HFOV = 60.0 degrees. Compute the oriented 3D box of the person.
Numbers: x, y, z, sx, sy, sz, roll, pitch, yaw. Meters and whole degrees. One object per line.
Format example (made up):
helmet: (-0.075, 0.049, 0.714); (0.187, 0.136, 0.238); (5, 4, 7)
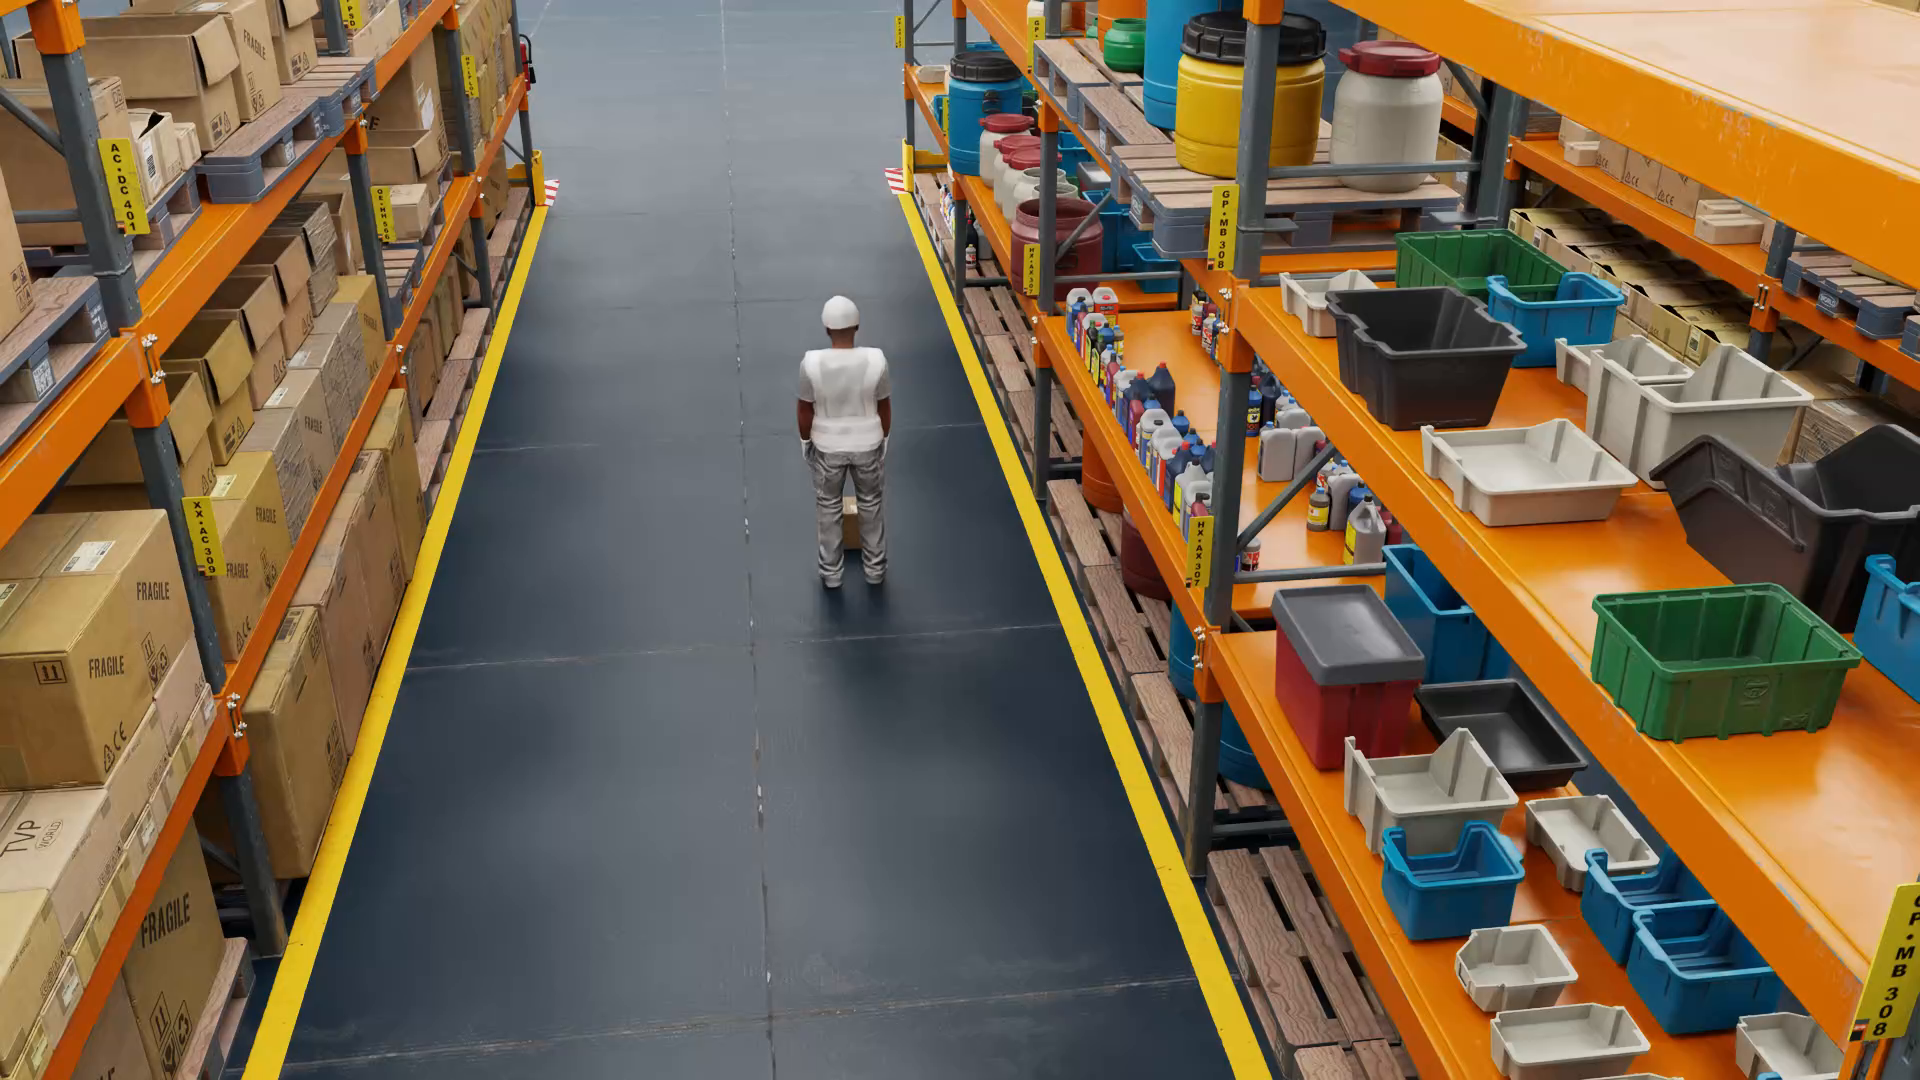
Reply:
person: (-0.668, -0.591, 9.695); (0.542, 1.718, 0.349); (-3, 27, -6)
